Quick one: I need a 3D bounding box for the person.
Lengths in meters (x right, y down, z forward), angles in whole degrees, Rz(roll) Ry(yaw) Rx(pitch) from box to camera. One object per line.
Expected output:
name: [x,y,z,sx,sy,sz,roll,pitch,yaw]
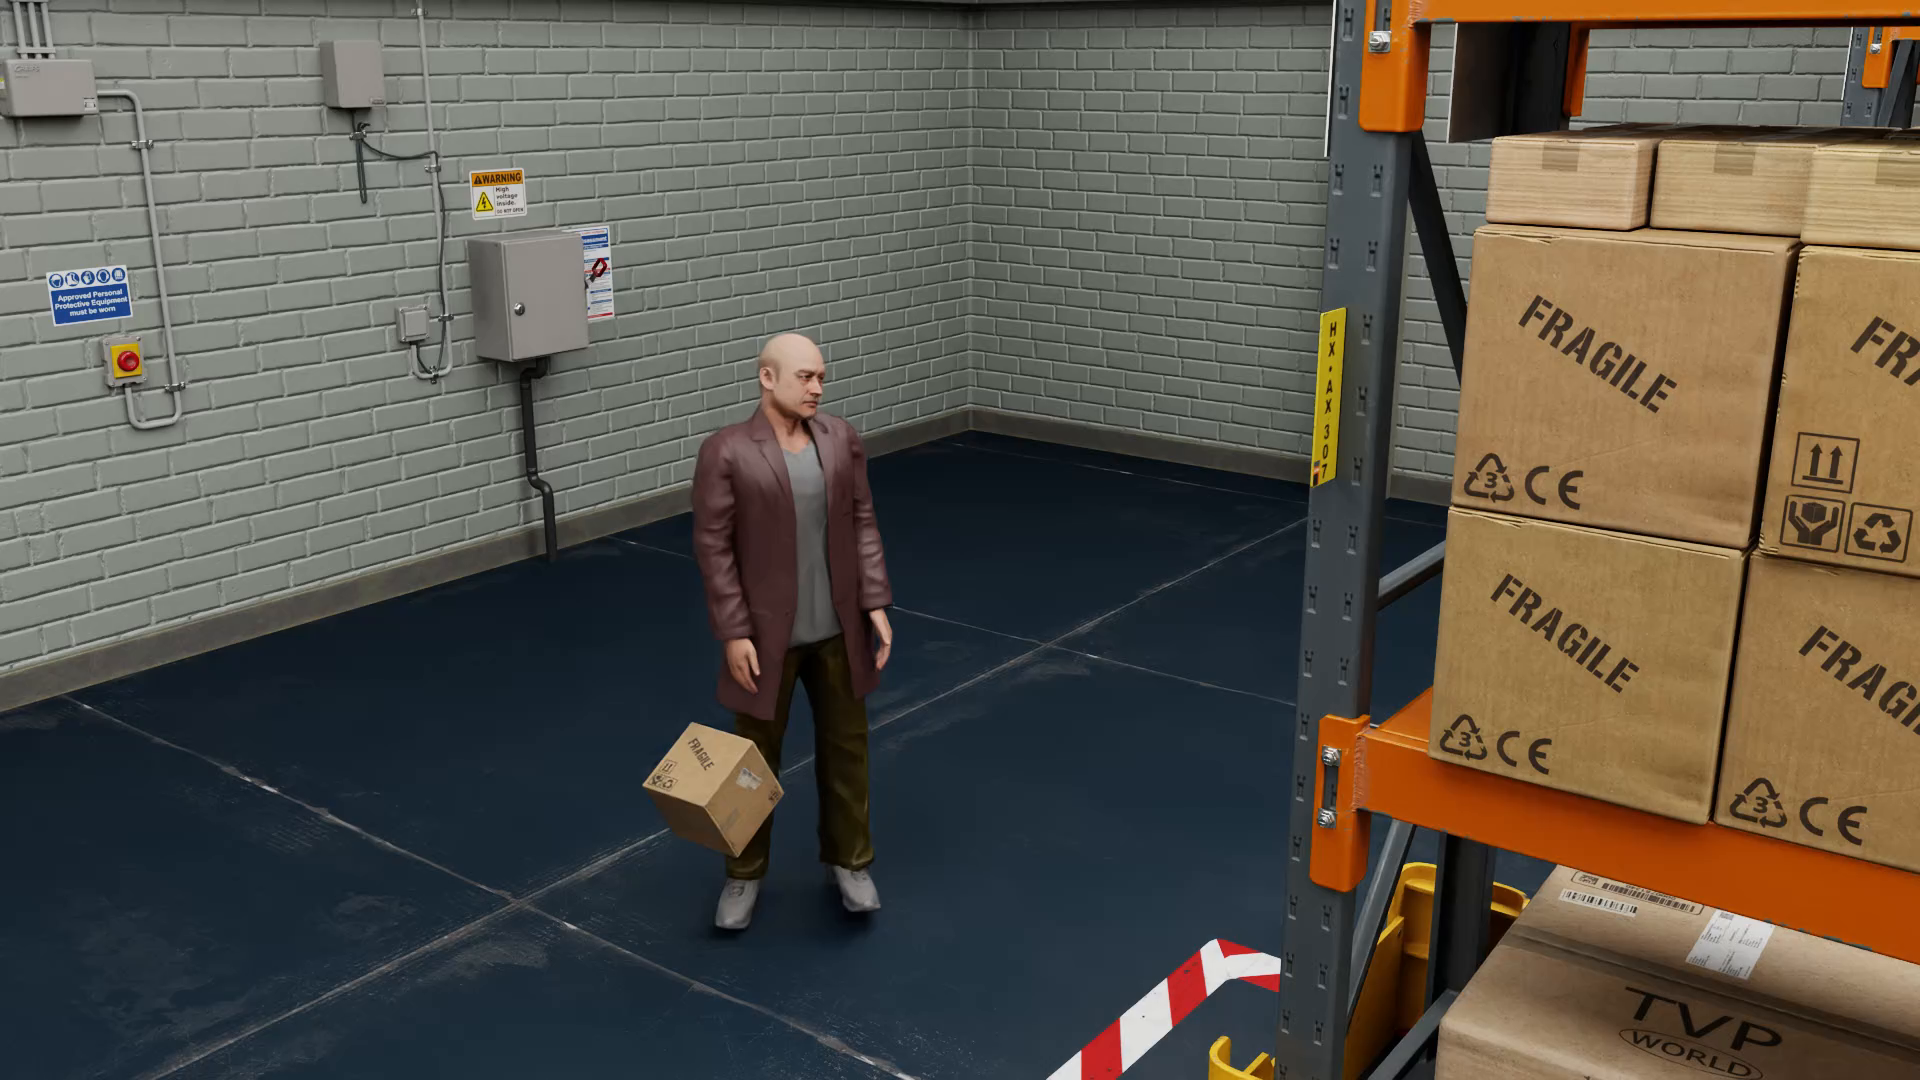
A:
person: [-0.487,0.288,4.985,0.618,1.785,0.480,-9,18,-27]
